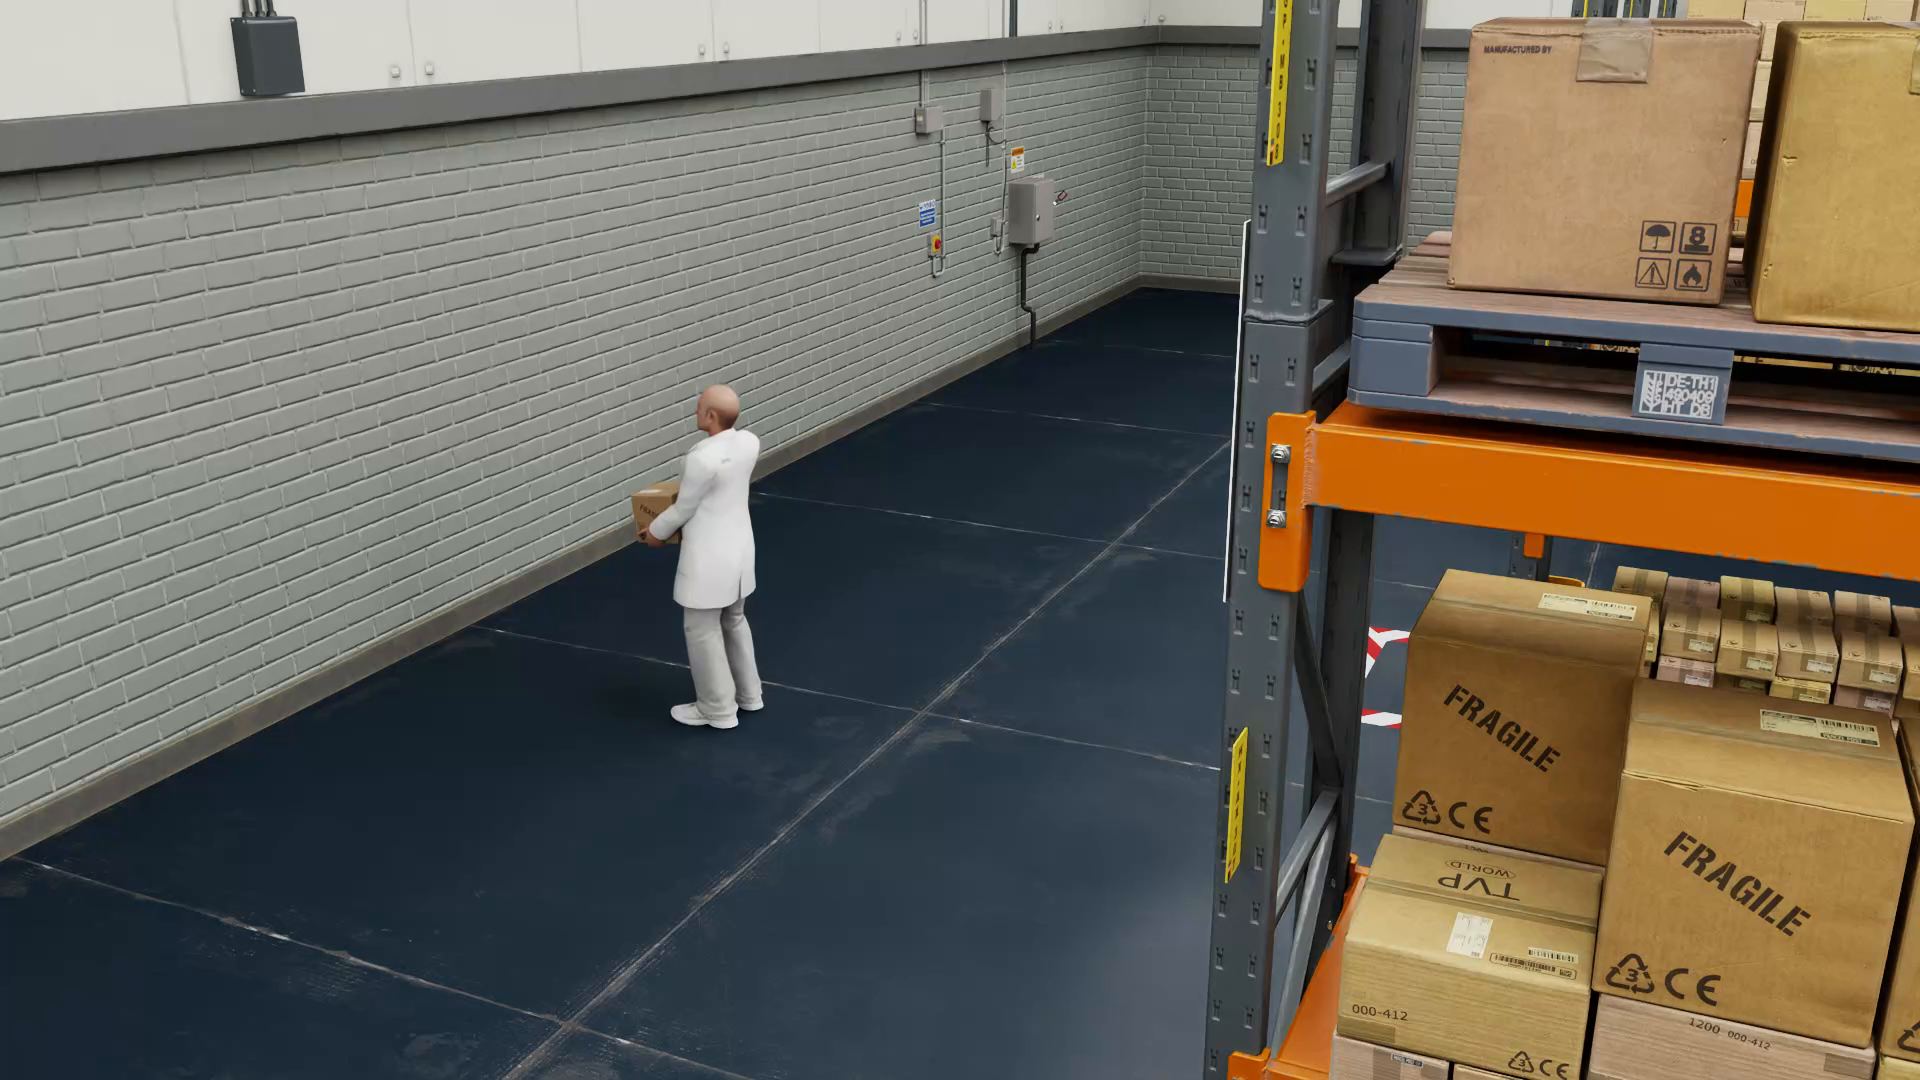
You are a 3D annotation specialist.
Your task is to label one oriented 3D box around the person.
[{"bbox_3d":[-1.319,0.061,8.417,0.563,1.770,0.529,9,21,24],"label":"person"}]
